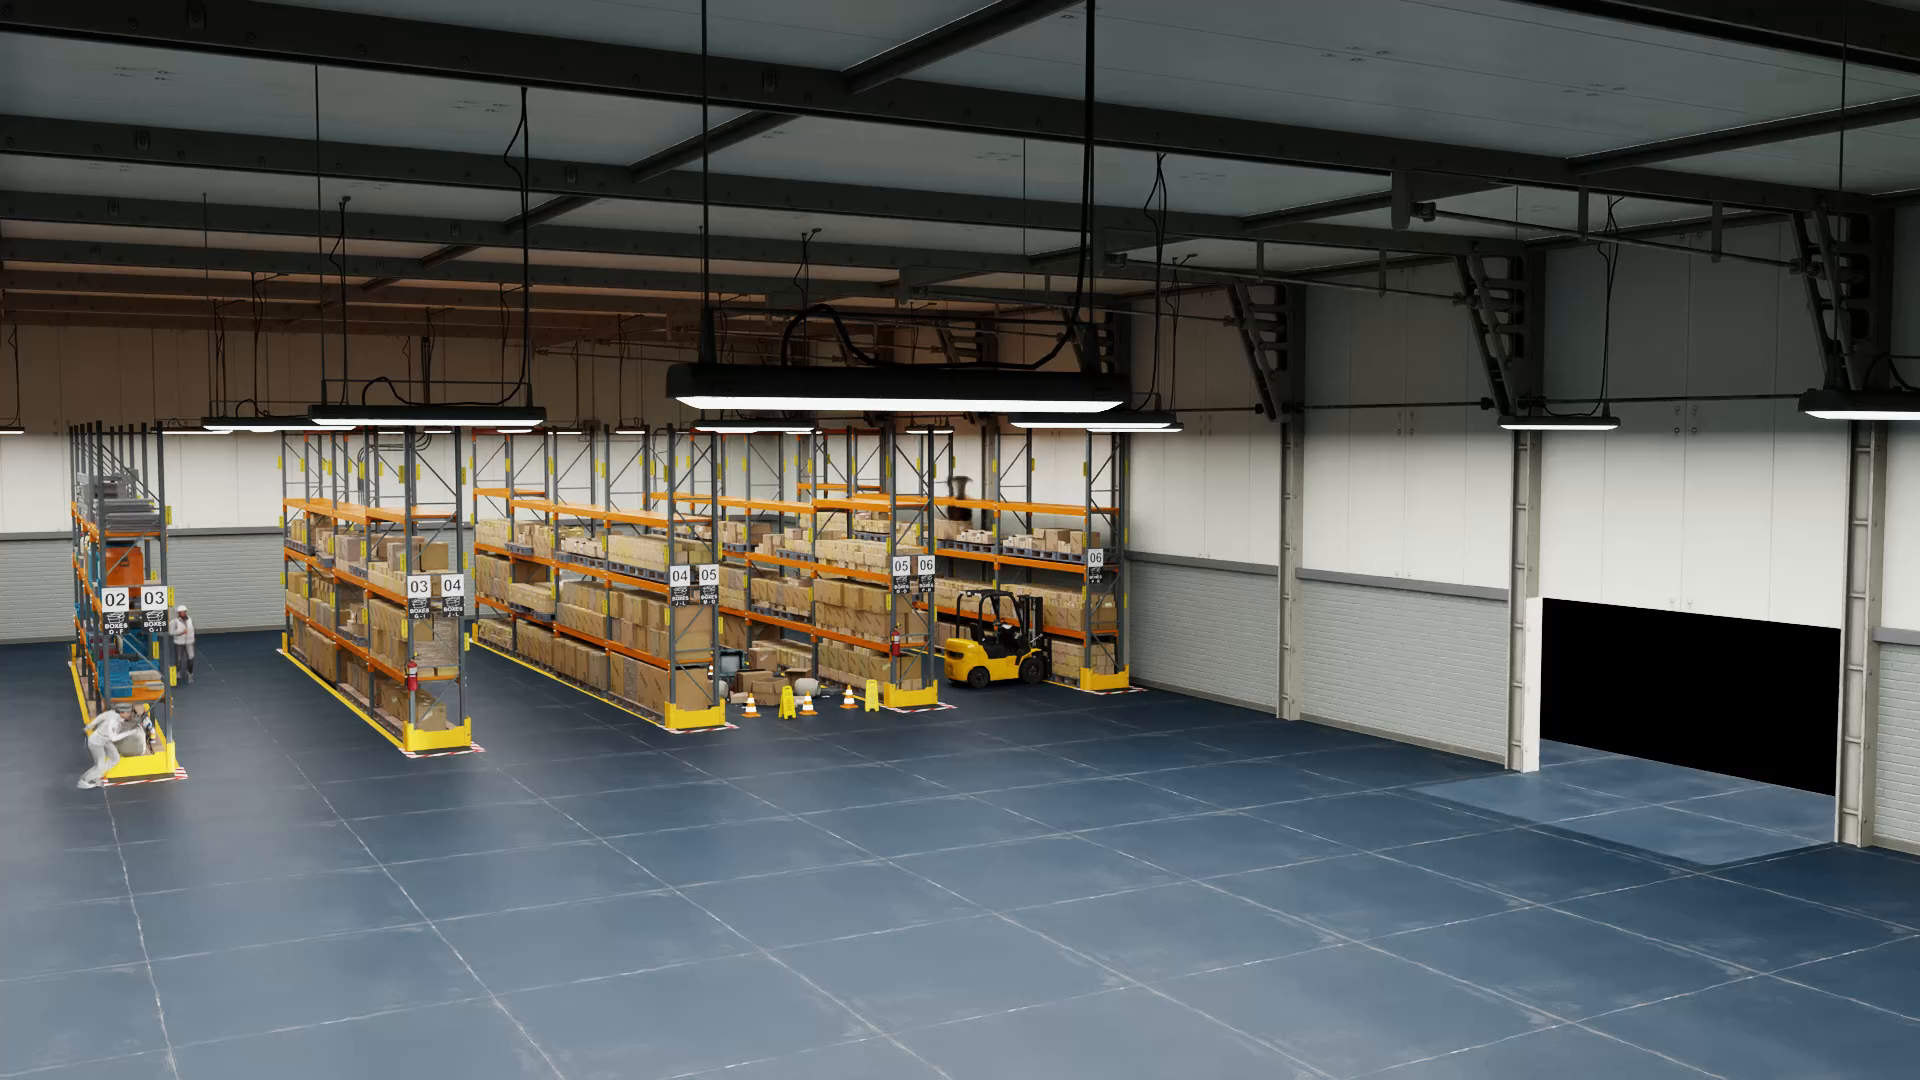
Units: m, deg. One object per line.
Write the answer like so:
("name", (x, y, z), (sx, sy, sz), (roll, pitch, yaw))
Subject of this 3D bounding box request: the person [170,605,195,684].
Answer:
("person", (-18.150, 2.438, 38.843), (0.603, 1.833, 0.851), (-3, 5, -40))

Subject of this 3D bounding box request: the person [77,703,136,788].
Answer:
("person", (-13.889, 3.344, 27.054), (0.946, 1.402, 0.613), (-1, 4, -15))
